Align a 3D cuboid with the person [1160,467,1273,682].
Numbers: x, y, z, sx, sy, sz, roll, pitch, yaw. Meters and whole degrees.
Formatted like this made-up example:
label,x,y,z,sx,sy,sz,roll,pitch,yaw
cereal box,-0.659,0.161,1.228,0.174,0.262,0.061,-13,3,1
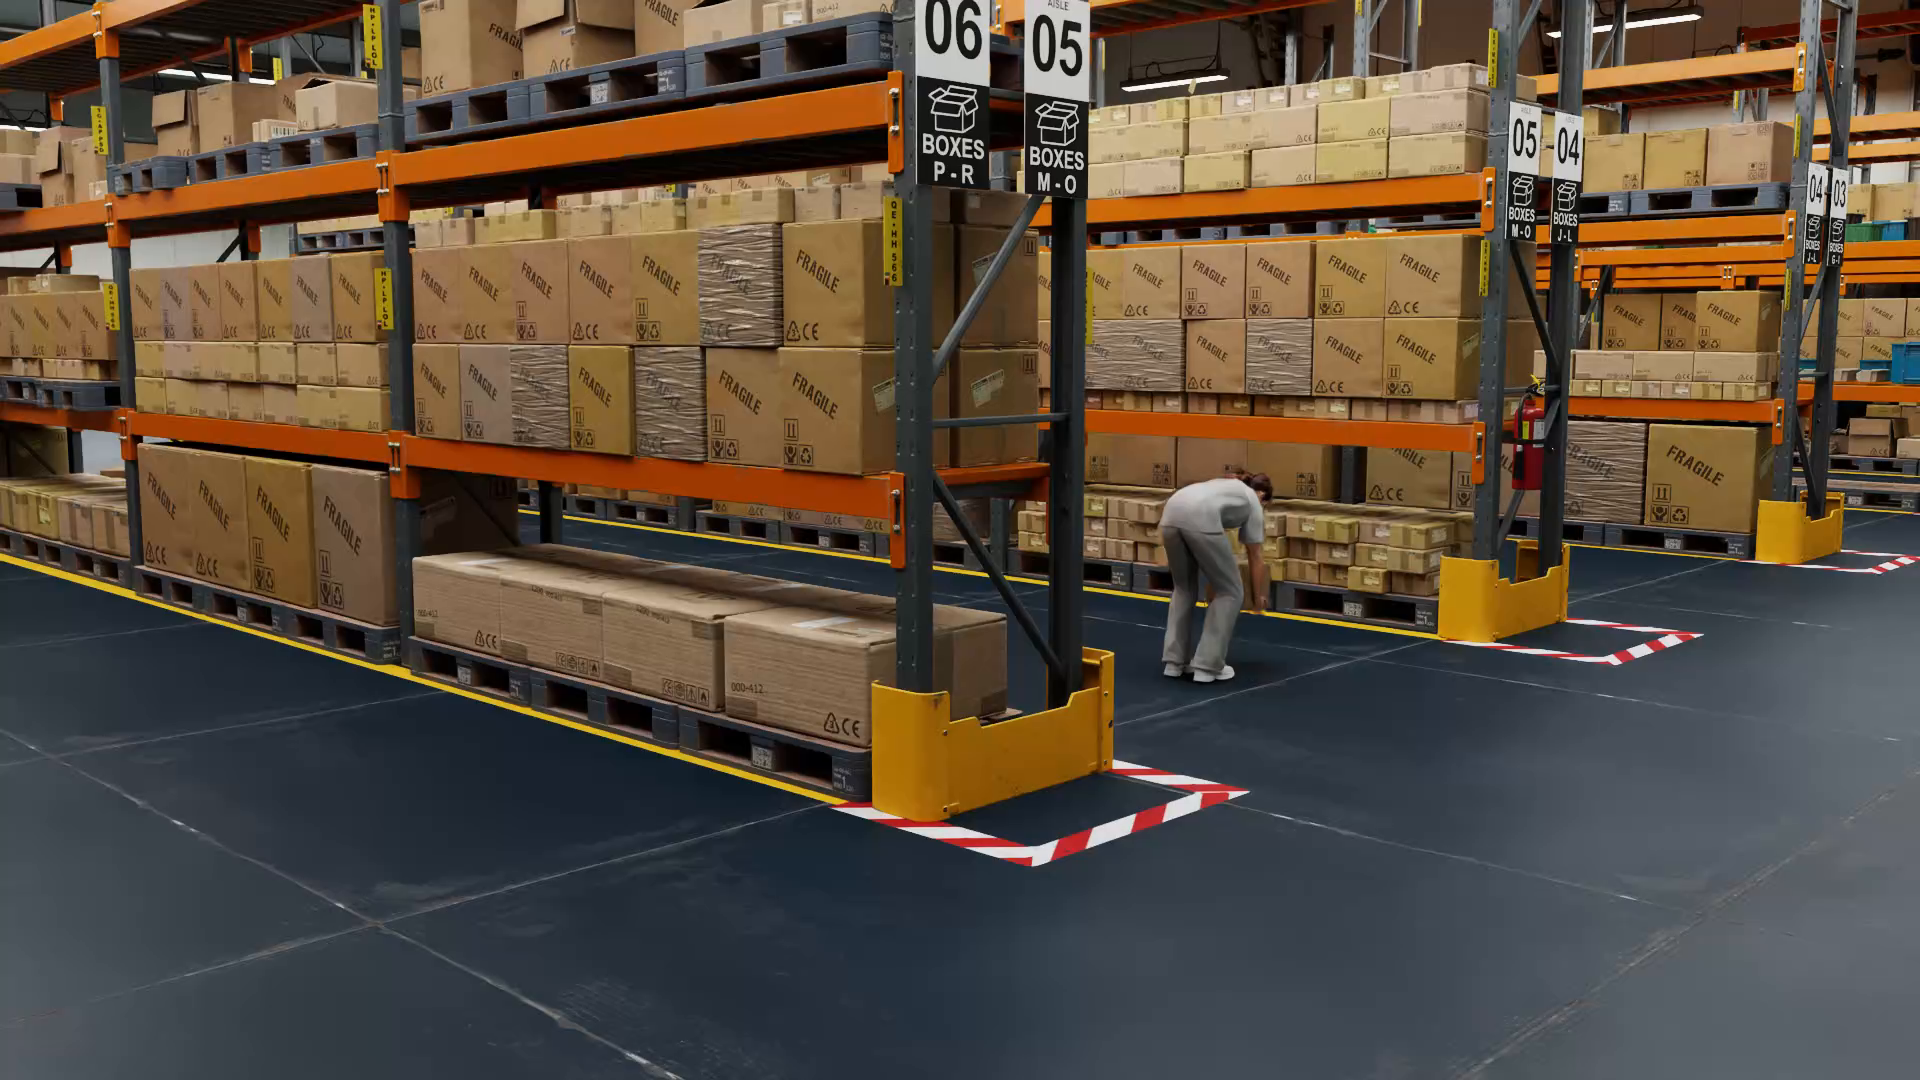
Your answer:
label,x,y,z,sx,sy,sz,roll,pitch,yaw
person,1.437,0.171,9.136,0.425,1.124,0.870,6,10,41
